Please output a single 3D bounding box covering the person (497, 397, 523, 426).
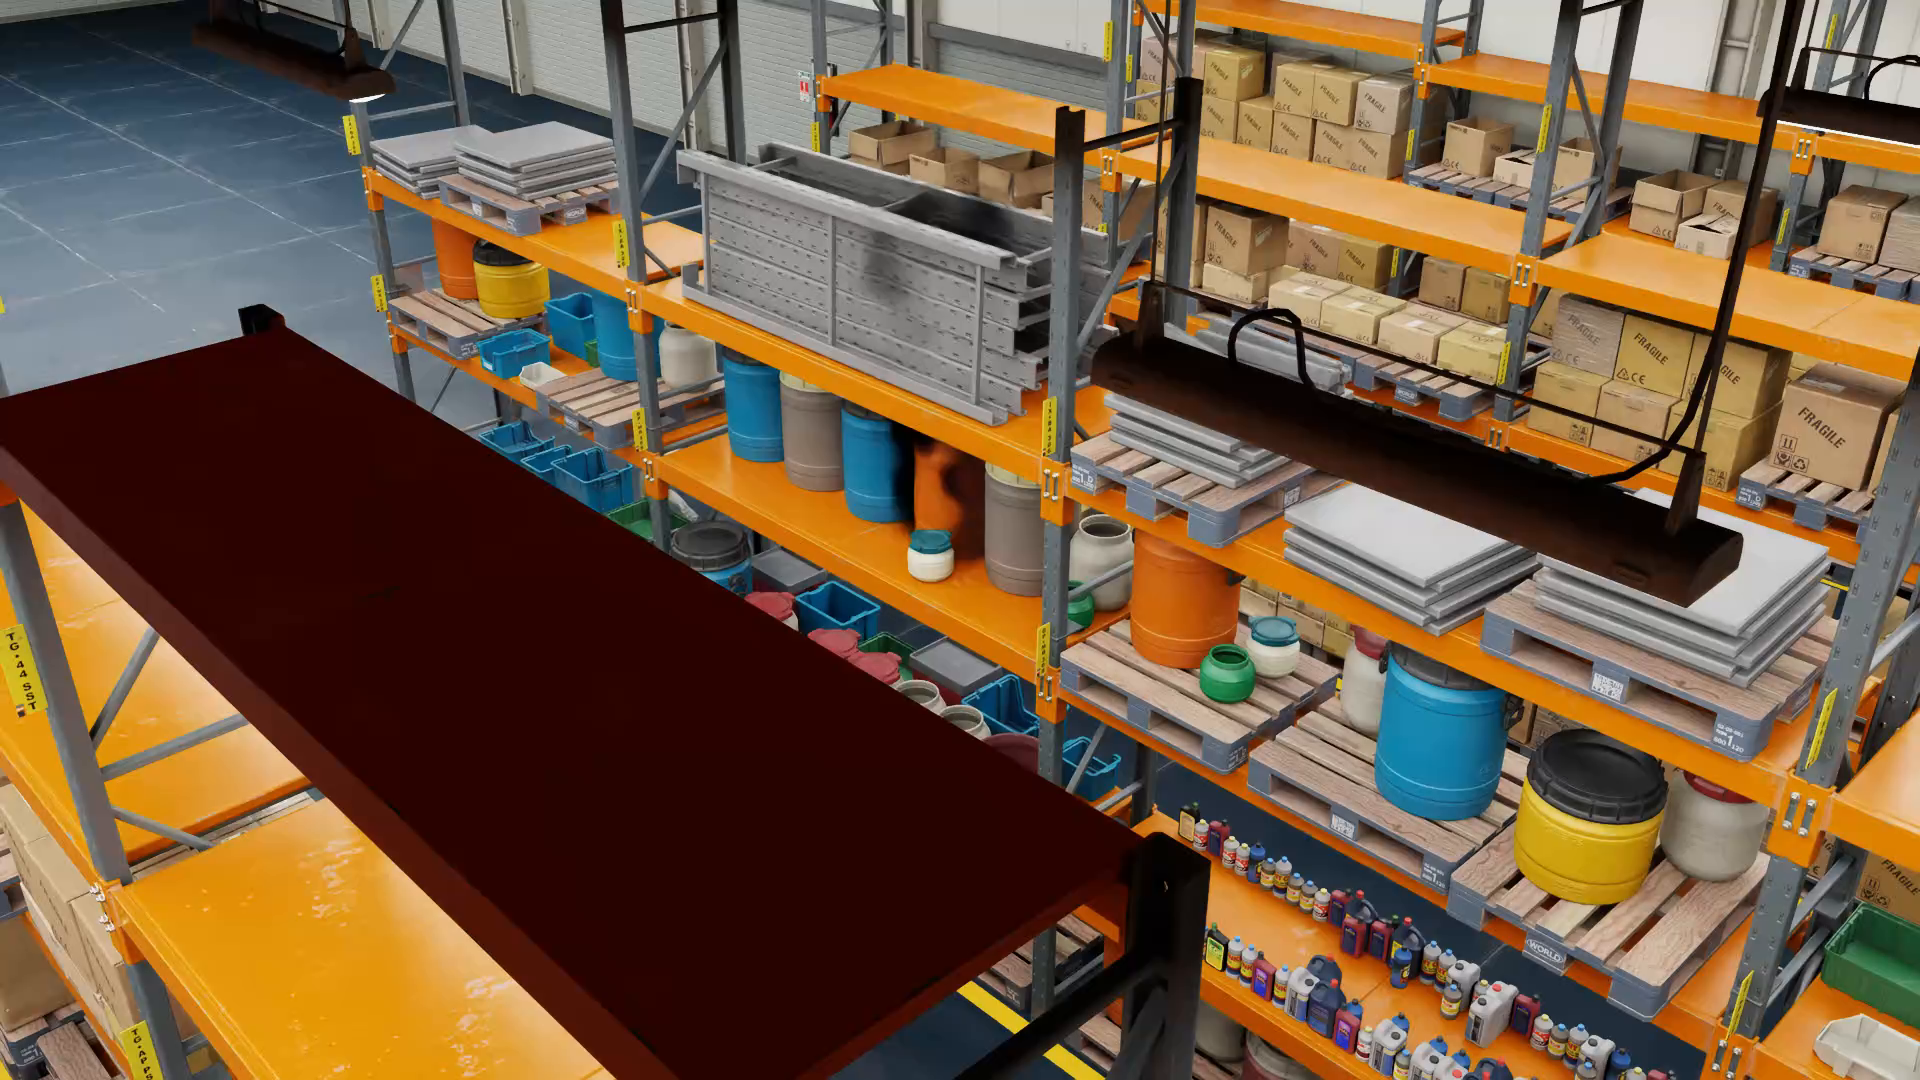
[{"bbox_3d":[-4.971,-2.141,19.115,0.902,1.655,0.587,-10,30,-18],"label":"person"}]

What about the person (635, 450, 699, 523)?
[{"bbox_3d":[-2.963,-0.736,16.512,0.645,1.704,0.633,19,34,32],"label":"person"}]
